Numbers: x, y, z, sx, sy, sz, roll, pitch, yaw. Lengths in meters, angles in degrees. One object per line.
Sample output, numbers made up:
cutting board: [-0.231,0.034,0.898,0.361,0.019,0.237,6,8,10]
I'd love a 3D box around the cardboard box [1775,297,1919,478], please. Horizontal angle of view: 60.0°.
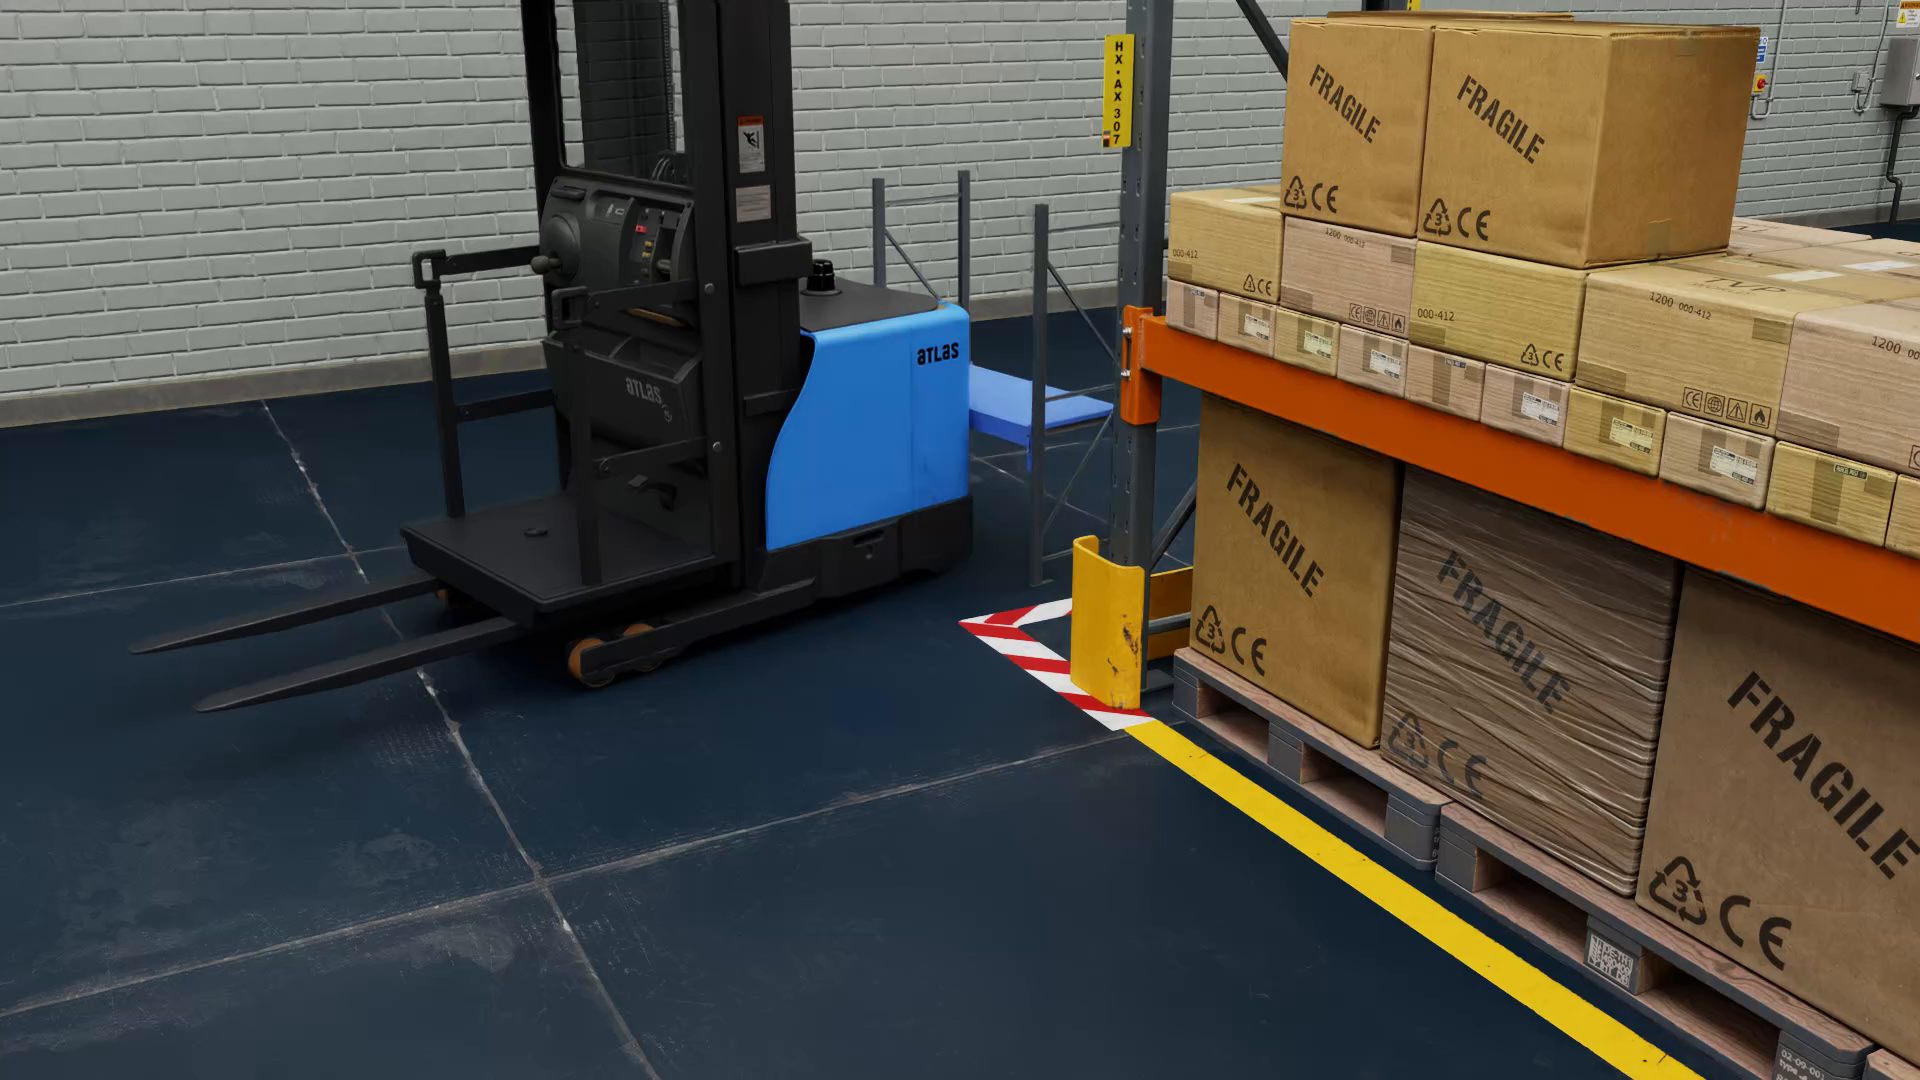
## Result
cardboard box: [1.932,-0.282,3.124,0.500,0.250,0.500,-10,21,-26]

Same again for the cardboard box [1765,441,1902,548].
cardboard box: [1.820,-0.119,3.261,0.380,0.149,0.250,-10,22,-28]

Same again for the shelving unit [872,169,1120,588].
shelving unit: [0.159,-0.702,6.866,0.538,1.500,1.048,-15,24,-36]

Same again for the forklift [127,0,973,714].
forklift: [-1.376,-1.074,5.752,3.031,2.935,1.130,-17,25,-40]

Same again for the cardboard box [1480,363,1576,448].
cardboard box: [1.455,-0.339,3.902,0.380,0.149,0.250,-10,22,-27]

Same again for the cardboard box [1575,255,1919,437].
cardboard box: [1.695,-0.428,3.547,0.500,0.250,0.500,-10,22,-28]

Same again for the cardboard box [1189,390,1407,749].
cardboard box: [1.338,-0.003,5.154,0.875,0.875,0.875,-10,21,-27]

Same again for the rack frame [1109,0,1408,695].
rack frame: [0.964,-0.980,5.373,1.000,3.000,0.127,-10,21,-27]

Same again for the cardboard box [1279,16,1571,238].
cardboard box: [1.192,-1.081,4.290,0.500,0.500,0.500,-11,22,-28]

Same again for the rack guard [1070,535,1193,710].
rack guard: [0.953,0.195,5.800,1.175,0.500,0.348,-10,21,-27]

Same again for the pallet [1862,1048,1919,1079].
pallet: [2.571,1.256,3.167,1.003,0.211,1.213,-10,21,-27]

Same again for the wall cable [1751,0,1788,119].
wall cable: [6.987,-4.625,14.331,0.585,1.953,0.123,-10,21,-27]

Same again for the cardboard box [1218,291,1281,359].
cardboard box: [0.965,-0.635,4.757,0.380,0.149,0.250,-10,22,-27]

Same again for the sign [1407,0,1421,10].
sign: [1.448,-1.719,5.377,0.100,0.325,0.005,-10,21,-27]

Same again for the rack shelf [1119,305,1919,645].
rack shelf: [1.914,-0.066,3.826,1.077,0.370,4.000,-10,21,-27]

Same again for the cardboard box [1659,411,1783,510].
cardboard box: [1.700,-0.192,3.474,0.380,0.149,0.250,-10,21,-26]

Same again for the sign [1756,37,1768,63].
sign: [6.916,-4.268,14.487,0.327,0.218,0.001,-10,21,-27]

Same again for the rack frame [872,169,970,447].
rack frame: [-0.160,-0.831,7.240,0.500,1.500,0.032,-15,24,-36]

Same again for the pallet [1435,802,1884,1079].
pallet: [1.988,0.906,4.184,1.003,0.211,1.213,-10,21,-27]

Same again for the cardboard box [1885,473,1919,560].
cardboard box: [1.941,-0.045,3.048,0.380,0.149,0.250,-10,21,-26]

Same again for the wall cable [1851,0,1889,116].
wall cable: [8.230,-4.833,14.982,0.588,1.984,0.122,-10,21,-27]

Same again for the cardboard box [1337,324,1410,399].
cardboard box: [1.212,-0.487,4.328,0.380,0.149,0.250,-10,22,-27]

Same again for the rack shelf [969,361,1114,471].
rack shelf: [0.159,-0.532,6.925,0.538,0.185,1.000,-15,24,-36]

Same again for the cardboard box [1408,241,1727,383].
cardboard box: [1.442,-0.577,3.979,0.500,0.250,0.500,-11,22,-28]

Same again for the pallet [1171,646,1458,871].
pallet: [1.413,0.556,5.197,1.003,0.211,1.213,-10,21,-27]

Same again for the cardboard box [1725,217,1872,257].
cardboard box: [1.910,-0.660,4.219,0.500,0.250,0.500,-11,22,-28]

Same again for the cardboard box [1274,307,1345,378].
cardboard box: [1.087,-0.561,4.544,0.380,0.149,0.250,-11,22,-28]

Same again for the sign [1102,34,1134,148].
sign: [0.473,-1.342,4.974,0.100,0.325,0.005,-10,21,-27]

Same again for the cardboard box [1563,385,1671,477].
cardboard box: [1.574,-0.267,3.691,0.380,0.149,0.250,-11,22,-28]

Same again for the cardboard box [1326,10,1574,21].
cardboard box: [1.427,-1.305,4.939,0.500,0.500,0.500,-10,21,-26]

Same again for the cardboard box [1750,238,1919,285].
cardboard box: [2.161,-0.511,3.787,0.500,0.250,0.500,-10,21,-27]

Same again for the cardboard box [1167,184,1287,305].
cardboard box: [0.954,-0.870,4.828,0.500,0.250,0.500,-11,22,-28]

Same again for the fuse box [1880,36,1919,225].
fuse box: [8.905,-3.804,15.533,0.539,1.711,0.414,-10,21,-27]

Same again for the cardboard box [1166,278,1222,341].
cardboard box: [0.842,-0.708,4.970,0.380,0.149,0.250,-10,21,-26]

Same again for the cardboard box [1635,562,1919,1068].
cardboard box: [2.193,0.514,3.657,0.875,0.875,0.875,-10,21,-27]

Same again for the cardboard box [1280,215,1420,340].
cardboard box: [1.207,-0.722,4.399,0.500,0.250,0.500,-10,22,-27]

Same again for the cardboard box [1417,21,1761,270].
cardboard box: [1.443,-0.933,3.861,0.500,0.500,0.500,-11,22,-28]

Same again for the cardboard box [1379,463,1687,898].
cardboard box: [1.771,0.259,4.397,0.875,0.875,0.875,-10,21,-27]

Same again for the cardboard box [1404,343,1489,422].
cardboard box: [1.332,-0.413,4.116,0.380,0.149,0.250,-10,22,-28]

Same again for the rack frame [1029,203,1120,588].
rack frame: [0.478,-0.573,6.492,0.500,1.500,0.032,-15,24,-36]

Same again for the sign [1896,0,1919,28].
sign: [8.758,-4.855,15.336,0.339,0.242,0.001,-10,21,-27]
